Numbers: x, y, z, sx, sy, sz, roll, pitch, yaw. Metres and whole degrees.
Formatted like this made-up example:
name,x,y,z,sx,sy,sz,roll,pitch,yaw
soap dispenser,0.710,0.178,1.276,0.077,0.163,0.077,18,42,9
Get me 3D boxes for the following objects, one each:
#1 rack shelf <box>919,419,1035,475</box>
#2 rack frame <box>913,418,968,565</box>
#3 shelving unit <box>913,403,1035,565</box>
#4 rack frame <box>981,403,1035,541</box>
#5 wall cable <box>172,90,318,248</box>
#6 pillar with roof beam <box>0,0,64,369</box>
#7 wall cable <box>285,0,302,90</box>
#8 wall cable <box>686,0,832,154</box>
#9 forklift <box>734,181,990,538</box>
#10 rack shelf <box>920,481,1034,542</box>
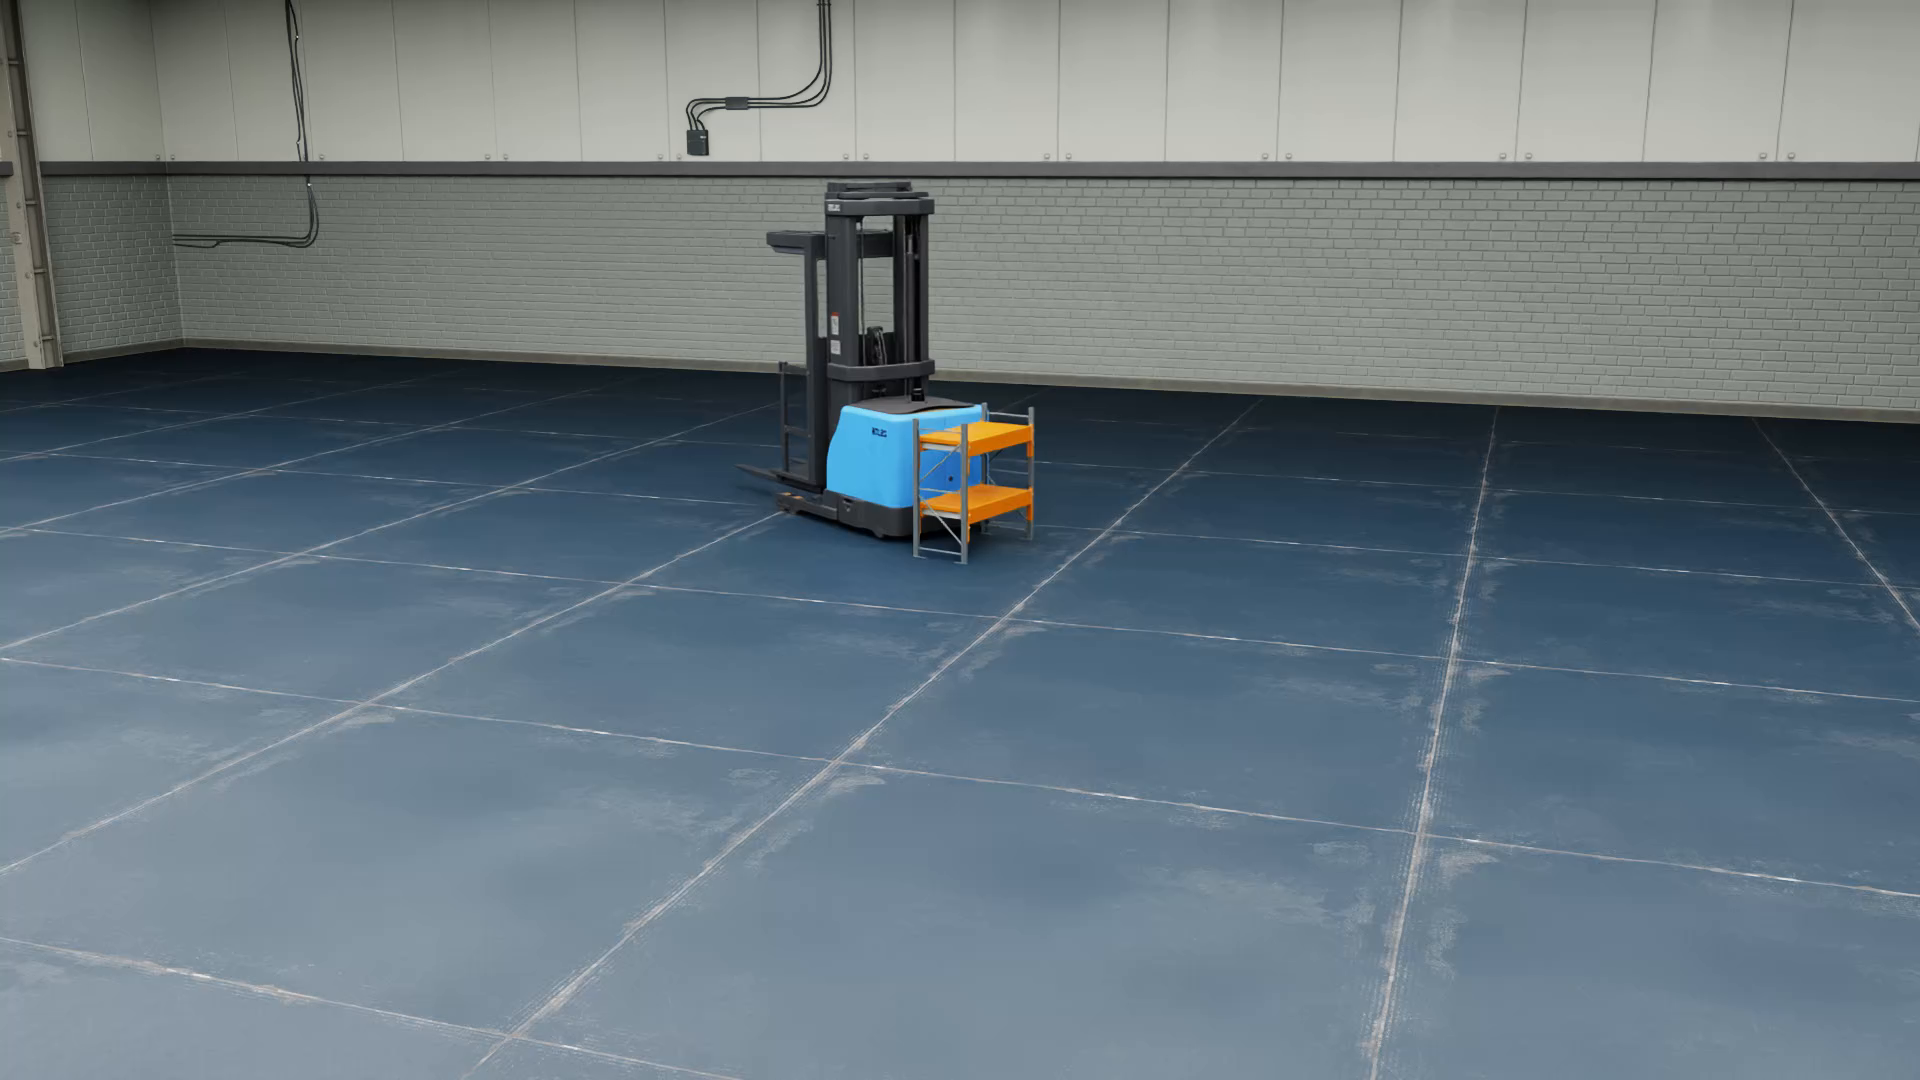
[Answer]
name,x,y,z,sx,sy,sz,roll,pitch,yaw
rack shelf,0.121,-0.763,13.489,0.538,0.278,1.000,8,15,32
rack frame,-0.156,-0.383,13.139,0.500,1.125,0.032,8,15,32
shelving unit,0.121,-0.478,13.554,0.538,1.125,1.048,8,15,32
rack frame,0.398,-0.573,13.970,0.500,1.125,0.032,8,15,32
wall cable,-11.910,-6.066,27.322,3.097,2.526,0.112,4,14,18
pillar with roof beam,-10.041,-6.745,23.318,9.100,9.000,0.400,4,14,18
wall cable,-9.350,-8.334,25.906,3.097,2.526,0.112,4,14,18
wall cable,-2.932,-8.551,23.589,2.305,6.003,0.169,4,14,18
forklift,-1.026,-1.718,14.929,1.130,2.935,3.031,-9,16,-36
rack shelf,0.121,-0.240,13.609,0.538,0.278,1.000,8,15,32
